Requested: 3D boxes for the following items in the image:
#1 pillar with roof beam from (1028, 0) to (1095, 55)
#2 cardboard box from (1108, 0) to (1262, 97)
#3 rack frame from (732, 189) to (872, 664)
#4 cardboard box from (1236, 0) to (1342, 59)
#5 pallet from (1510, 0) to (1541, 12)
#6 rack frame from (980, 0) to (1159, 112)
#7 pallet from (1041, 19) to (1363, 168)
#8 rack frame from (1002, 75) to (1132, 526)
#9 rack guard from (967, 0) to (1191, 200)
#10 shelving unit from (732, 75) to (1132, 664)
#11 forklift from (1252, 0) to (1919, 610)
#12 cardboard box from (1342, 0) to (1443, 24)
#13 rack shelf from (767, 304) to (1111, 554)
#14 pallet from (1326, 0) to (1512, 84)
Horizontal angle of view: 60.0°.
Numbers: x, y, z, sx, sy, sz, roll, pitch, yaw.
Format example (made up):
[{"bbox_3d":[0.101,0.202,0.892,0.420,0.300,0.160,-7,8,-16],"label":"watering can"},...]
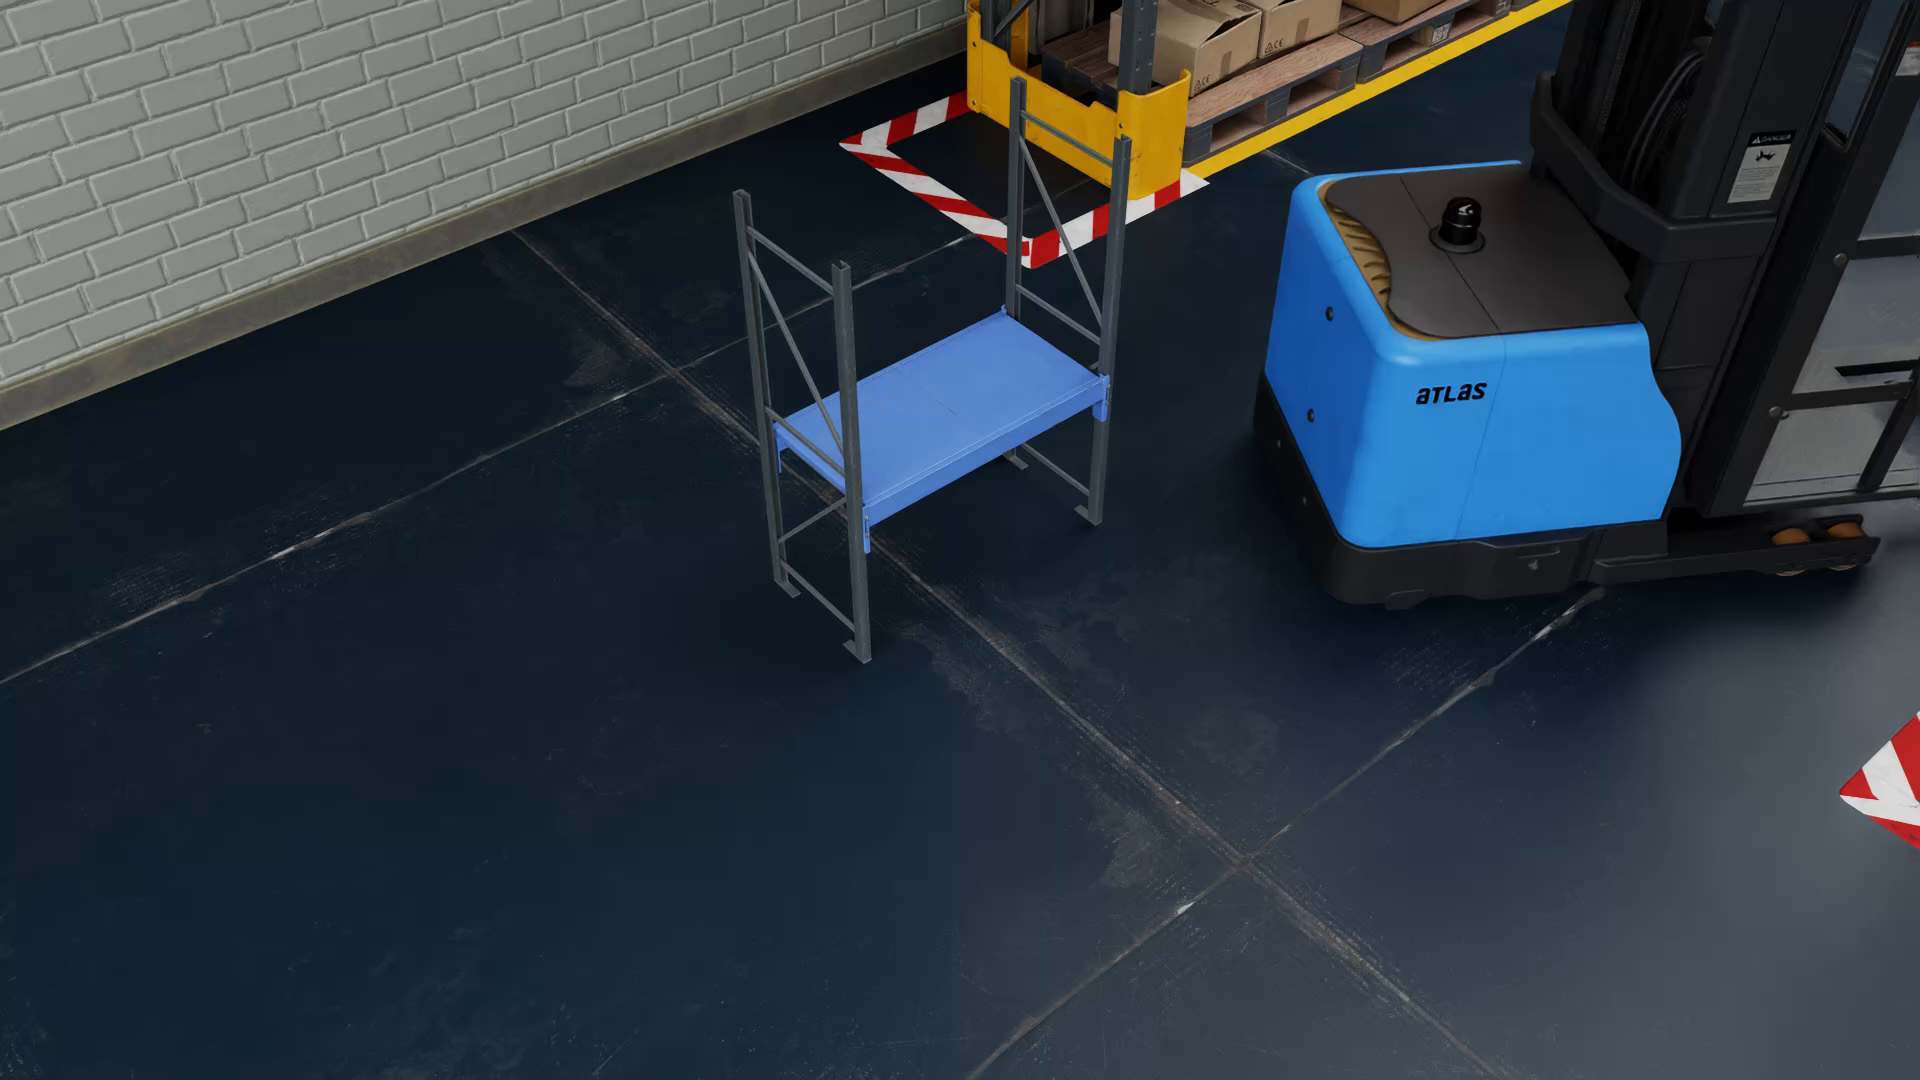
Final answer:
[{"bbox_3d":[3.198,-3.615,3.025,0.400,9.000,9.100,-30,51,-28],"label":"pillar with roof beam"},{"bbox_3d":[1.043,-2.364,7.718,0.500,0.311,0.500,33,52,30],"label":"cardboard box"},{"bbox_3d":[-0.455,-0.286,4.959,0.032,1.500,0.500,-30,51,-28],"label":"rack frame"},{"bbox_3d":[1.480,-2.614,7.985,0.500,0.311,0.500,-26,49,-25],"label":"cardboard box"},{"bbox_3d":[3.030,-3.354,9.167,1.213,0.211,1.003,-30,51,-28],"label":"pallet"},{"bbox_3d":[0.454,-2.927,6.675,0.127,3.000,1.000,-30,51,-28],"label":"rack frame"},{"bbox_3d":[1.159,-2.282,8.025,1.213,0.211,1.003,-30,51,-28],"label":"pallet"},{"bbox_3d":[0.325,-0.732,5.434,0.032,1.500,0.500,-30,51,-28],"label":"rack frame"},{"bbox_3d":[0.513,-2.049,7.566,0.348,0.500,1.175,-30,51,-28],"label":"rack guard"},{"bbox_3d":[-0.065,-0.509,5.197,1.048,1.500,0.538,-30,51,-28],"label":"shelving unit"},{"bbox_3d":[2.634,-1.300,4.994,3.031,2.935,1.130,-6,44,-6],"label":"forklift"},{"bbox_3d":[2.075,-2.979,8.235,0.500,0.500,0.700,-33,52,-30],"label":"cardboard box"},{"bbox_3d":[-0.065,-0.378,5.320,1.000,0.185,0.538,-30,51,-28],"label":"rack shelf"},{"bbox_3d":[2.094,-2.815,8.593,1.213,0.211,1.003,-30,51,-28],"label":"pallet"}]
